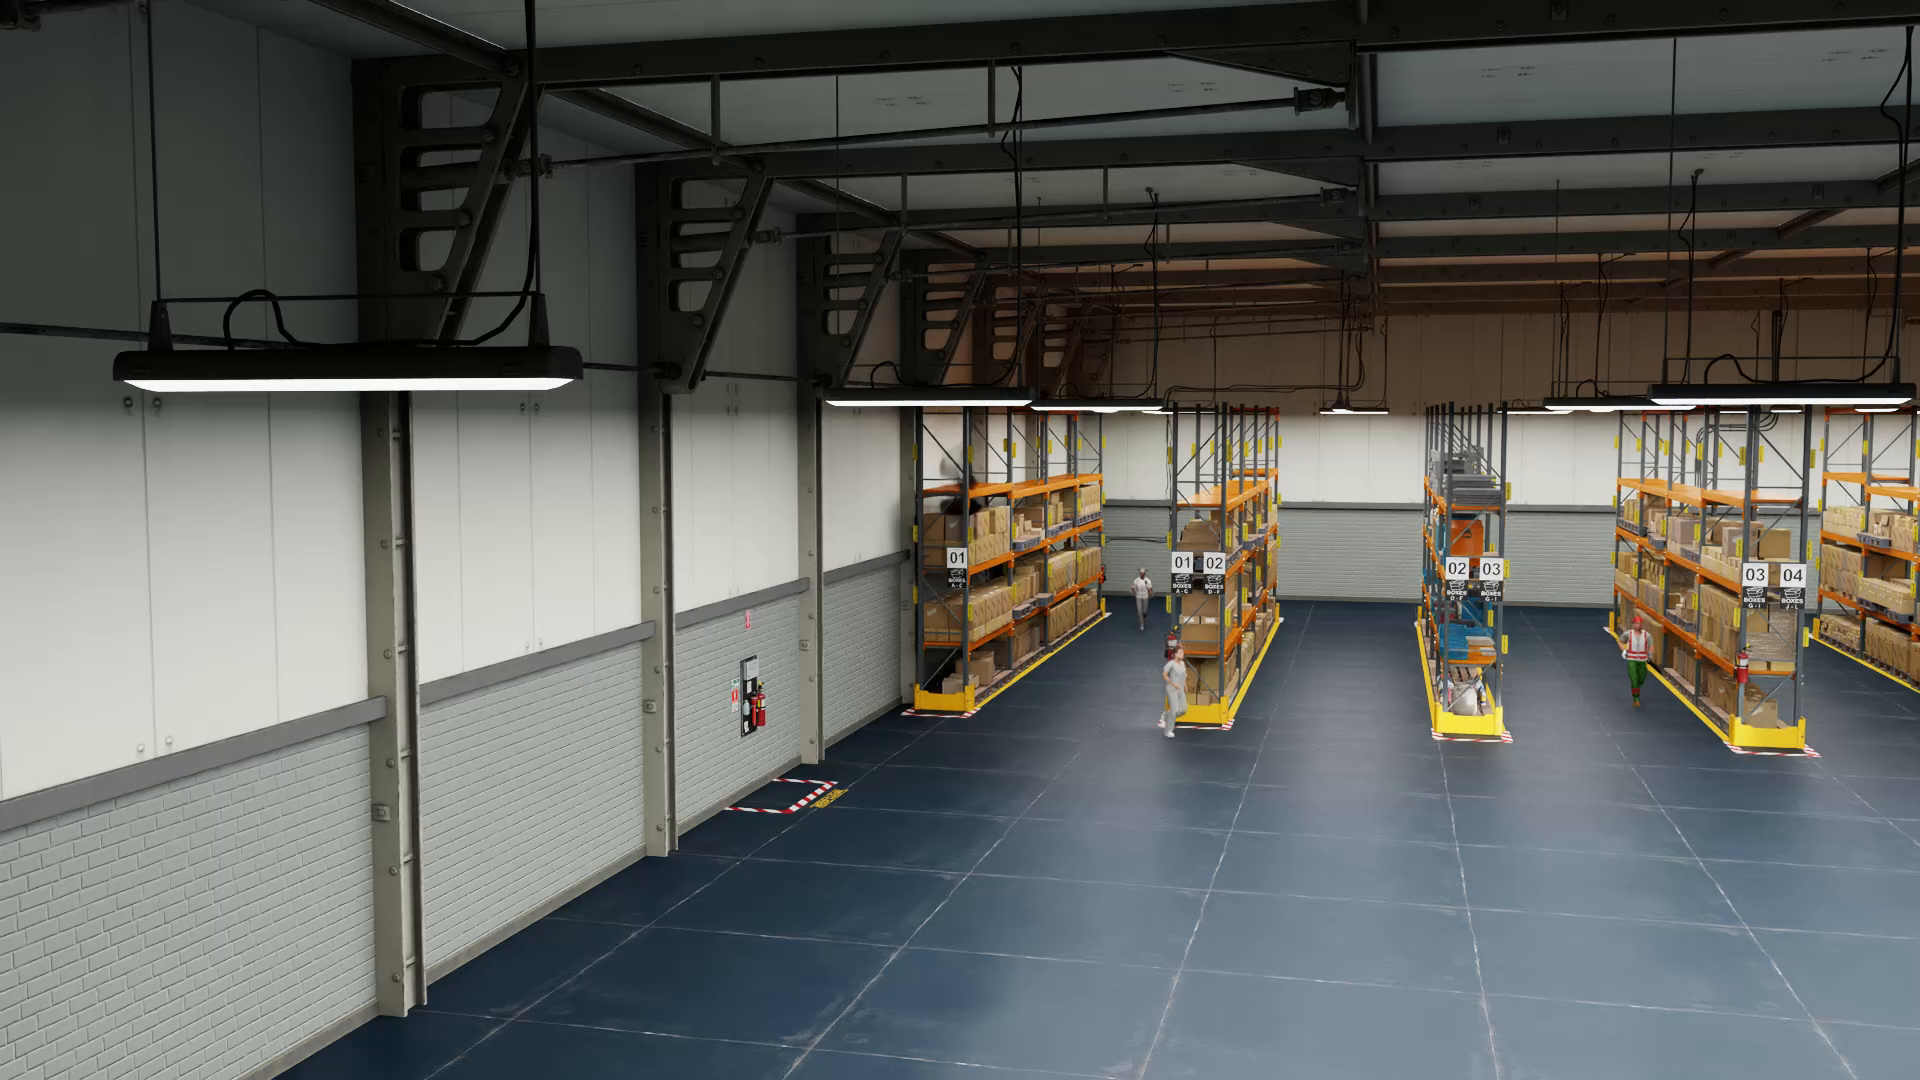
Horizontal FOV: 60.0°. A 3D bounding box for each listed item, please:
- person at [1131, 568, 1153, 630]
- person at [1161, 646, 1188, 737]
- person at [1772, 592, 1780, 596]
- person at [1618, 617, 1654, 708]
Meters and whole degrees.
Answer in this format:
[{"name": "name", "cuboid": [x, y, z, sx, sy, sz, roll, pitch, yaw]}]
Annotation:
[{"name": "person", "cuboid": [4.930, 1.581, 45.041, 0.576, 1.675, 0.653, 0, 4, 7]}, {"name": "person", "cuboid": [3.882, 2.710, 29.981, 0.656, 1.611, 0.550, -3, 5, -39]}, {"name": "person", "cuboid": [20.863, 1.748, 42.902, 0.584, 1.647, 0.699, 3, 5, 35]}, {"name": "person", "cuboid": [13.470, 2.406, 33.132, 0.655, 1.772, 0.845, 1, 4, 14]}]
